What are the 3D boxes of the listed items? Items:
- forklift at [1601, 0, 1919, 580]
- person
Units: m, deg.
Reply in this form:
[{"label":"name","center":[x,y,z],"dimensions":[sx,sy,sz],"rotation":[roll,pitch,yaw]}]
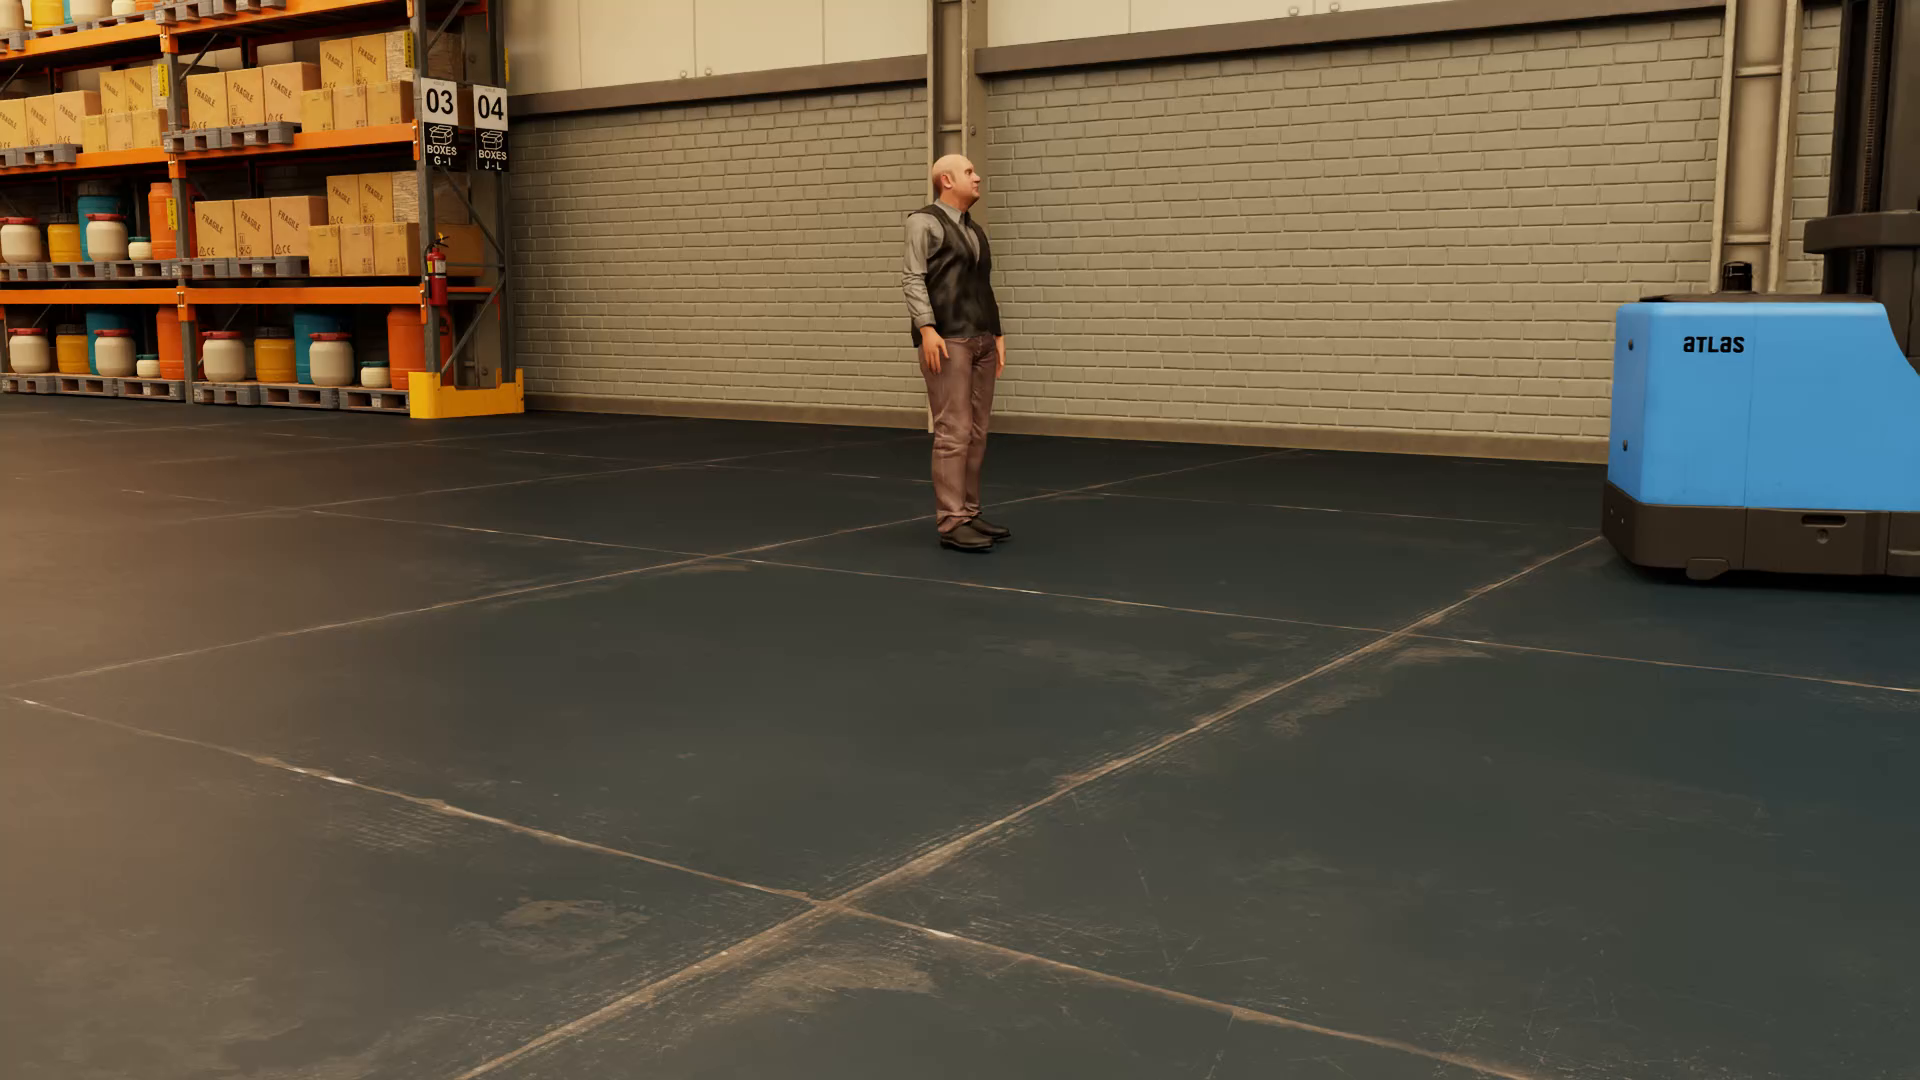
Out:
[{"label":"forklift","center":[4.183,-1.299,6.328],"dimensions":[3.031,2.935,1.130],"rotation":[2,8,13]},{"label":"person","center":[0.048,-0.854,7.441],"dimensions":[0.566,1.722,0.633],"rotation":[5,10,34]}]
